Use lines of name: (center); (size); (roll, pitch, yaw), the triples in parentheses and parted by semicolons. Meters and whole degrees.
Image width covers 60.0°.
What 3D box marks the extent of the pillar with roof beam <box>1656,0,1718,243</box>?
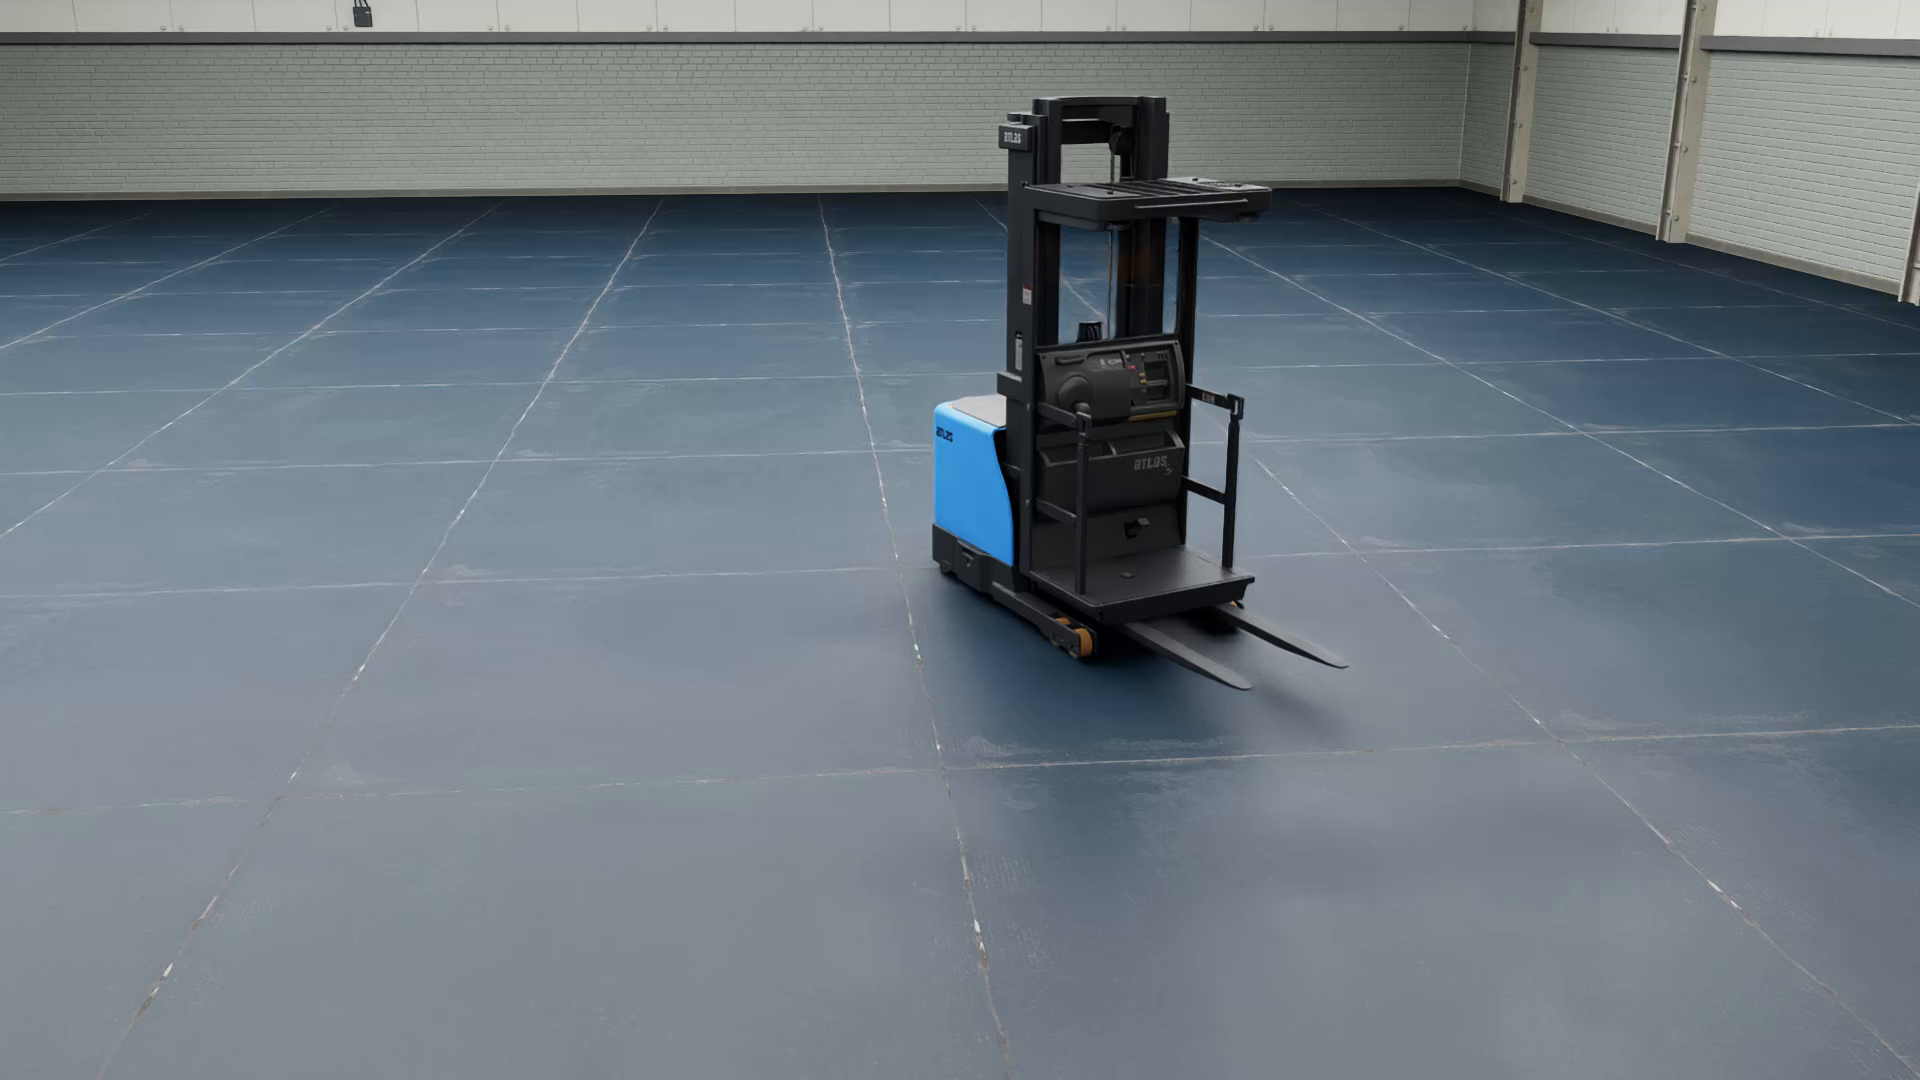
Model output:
pillar with roof beam: (6.898, -8.859, 24.371); (9.100, 9.000, 0.400); (-2, 18, -6)

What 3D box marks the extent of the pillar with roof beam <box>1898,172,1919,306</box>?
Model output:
pillar with roof beam: (7.517, -7.071, 18.677); (9.100, 9.000, 0.400); (-2, 18, -6)

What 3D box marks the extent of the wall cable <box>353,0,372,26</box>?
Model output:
wall cable: (-10.315, -12.636, 30.725); (2.305, 6.003, 0.169); (-2, 18, -6)

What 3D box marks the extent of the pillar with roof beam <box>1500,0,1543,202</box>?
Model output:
pillar with roof beam: (6.279, -10.646, 30.065); (9.100, 9.000, 0.400); (-2, 18, -6)

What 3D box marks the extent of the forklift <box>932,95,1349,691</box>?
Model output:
forklift: (0.963, -0.903, 9.159); (1.130, 2.935, 3.031); (-9, 20, -27)
